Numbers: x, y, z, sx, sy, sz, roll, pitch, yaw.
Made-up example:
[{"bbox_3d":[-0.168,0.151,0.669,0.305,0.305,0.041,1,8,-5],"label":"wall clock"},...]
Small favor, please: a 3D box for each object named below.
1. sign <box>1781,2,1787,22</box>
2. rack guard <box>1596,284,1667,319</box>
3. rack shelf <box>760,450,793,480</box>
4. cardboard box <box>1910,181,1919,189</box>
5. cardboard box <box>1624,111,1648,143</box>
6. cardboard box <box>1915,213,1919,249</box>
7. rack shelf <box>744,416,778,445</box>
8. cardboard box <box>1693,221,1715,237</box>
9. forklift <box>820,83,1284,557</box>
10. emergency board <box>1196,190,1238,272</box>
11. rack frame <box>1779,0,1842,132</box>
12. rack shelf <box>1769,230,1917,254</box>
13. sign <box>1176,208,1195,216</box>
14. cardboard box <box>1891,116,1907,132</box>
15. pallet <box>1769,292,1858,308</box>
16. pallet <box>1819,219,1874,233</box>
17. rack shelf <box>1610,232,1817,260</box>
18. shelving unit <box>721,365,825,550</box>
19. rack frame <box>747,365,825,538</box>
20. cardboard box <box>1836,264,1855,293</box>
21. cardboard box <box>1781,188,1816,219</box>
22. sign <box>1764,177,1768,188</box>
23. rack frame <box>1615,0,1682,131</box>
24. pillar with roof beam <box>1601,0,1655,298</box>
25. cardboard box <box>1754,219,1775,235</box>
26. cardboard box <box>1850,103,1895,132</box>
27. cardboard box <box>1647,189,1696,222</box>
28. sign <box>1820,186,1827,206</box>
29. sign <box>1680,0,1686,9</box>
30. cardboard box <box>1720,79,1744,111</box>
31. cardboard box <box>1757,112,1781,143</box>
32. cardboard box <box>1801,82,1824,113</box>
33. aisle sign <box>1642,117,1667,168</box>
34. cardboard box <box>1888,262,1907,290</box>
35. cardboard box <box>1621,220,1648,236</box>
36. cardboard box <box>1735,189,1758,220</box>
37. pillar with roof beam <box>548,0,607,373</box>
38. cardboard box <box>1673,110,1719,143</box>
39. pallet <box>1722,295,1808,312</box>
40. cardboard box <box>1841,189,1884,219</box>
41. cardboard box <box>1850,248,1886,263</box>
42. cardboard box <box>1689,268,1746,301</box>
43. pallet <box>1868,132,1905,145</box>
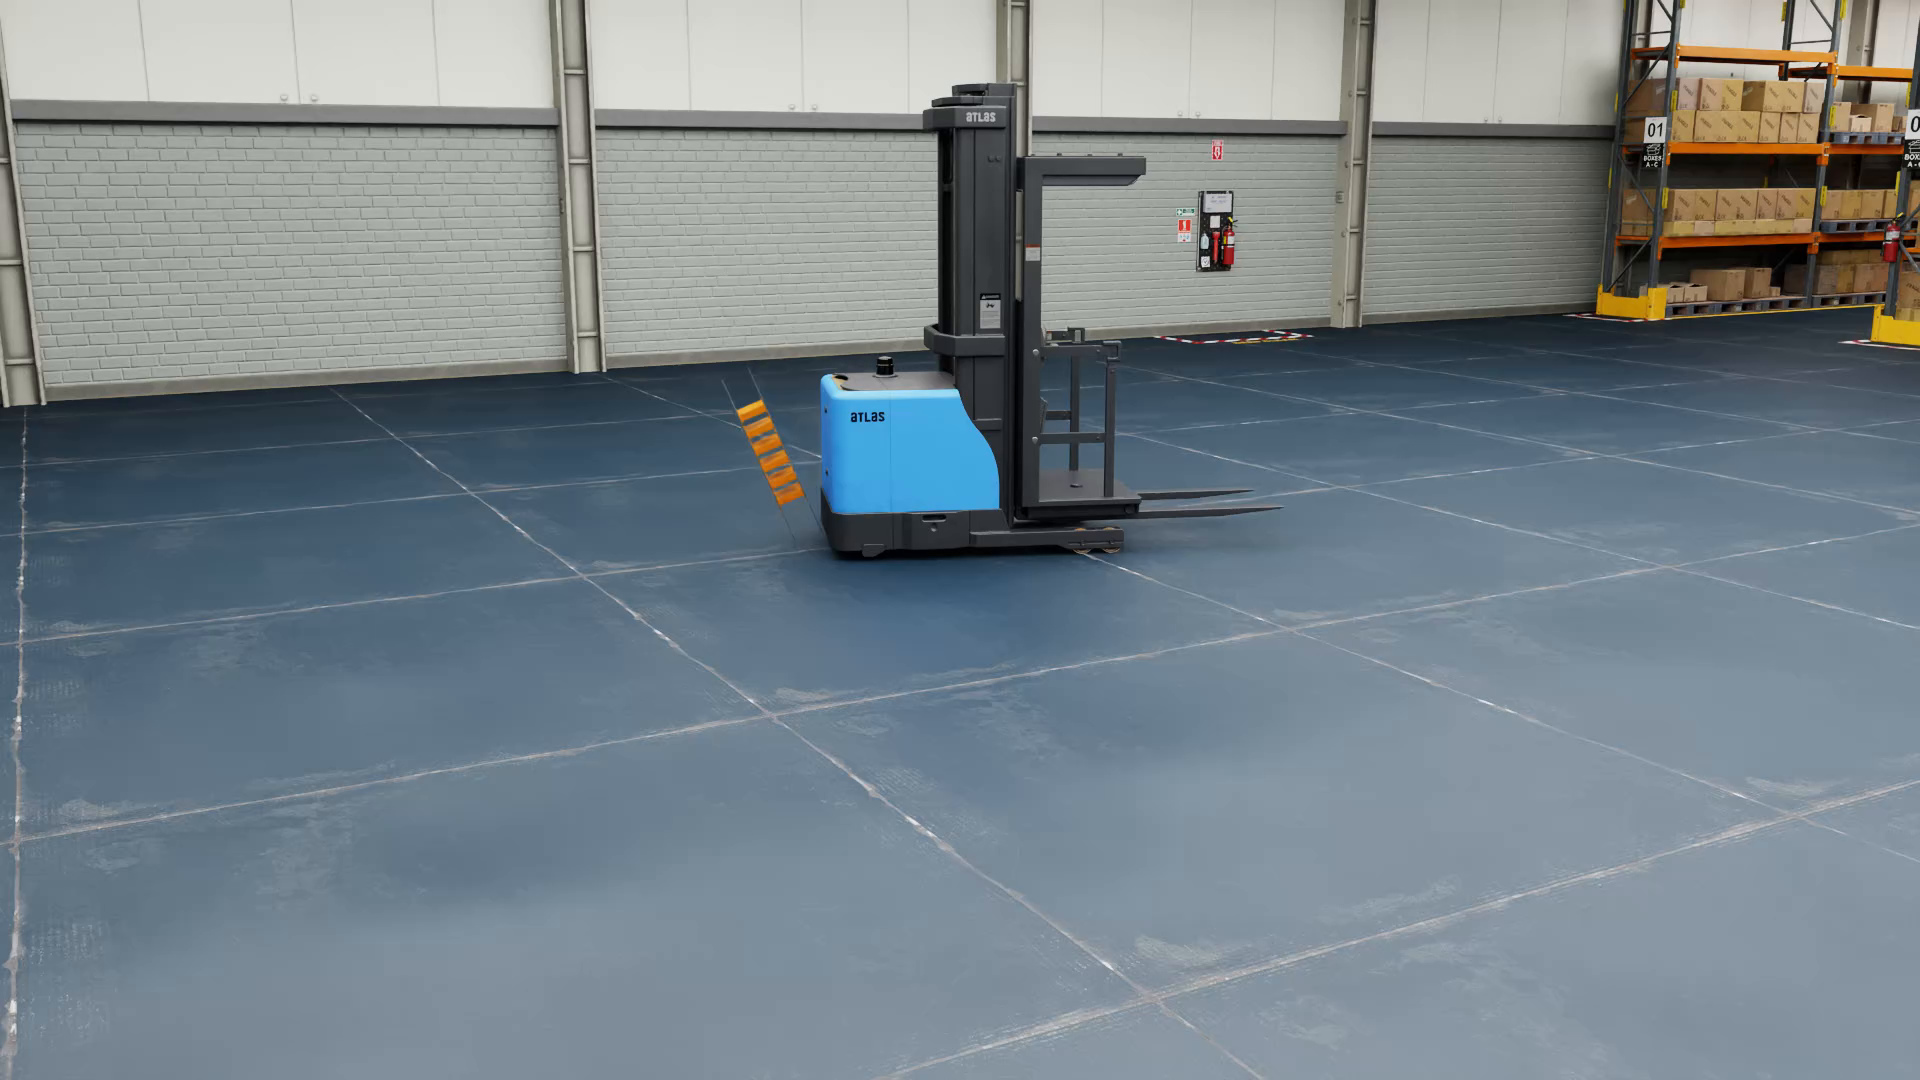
[{"bbox_3d":[14.299,-9.160,28.828,0.005,0.325,0.100,-7,14,-28],"label":"sign"},{"bbox_3d":[11.126,-3.962,27.575,0.348,0.500,1.175,-7,14,-28],"label":"rack guard"},{"bbox_3d":[-1.196,-0.494,10.795,0.180,0.103,0.258,-24,16,-4],"label":"rack shelf"},{"bbox_3d":[17.518,-6.516,30.524,0.250,0.149,0.380,-10,16,-37],"label":"cardboard box"},{"bbox_3d":[11.304,-6.788,27.334,0.500,0.500,0.500,-6,14,-24],"label":"cardboard box"},{"bbox_3d":[13.852,-4.314,23.221,0.500,0.500,0.700,-7,14,-28],"label":"cardboard box"},{"bbox_3d":[-1.286,-0.706,10.731,0.180,0.103,0.258,-24,16,-4],"label":"rack shelf"},{"bbox_3d":[12.089,-5.157,27.490,0.500,0.250,0.500,-7,15,-30],"label":"cardboard box"},{"bbox_3d":[0.615,-1.452,10.884,3.031,2.935,1.130,-2,13,-9],"label":"forklift"},{"bbox_3d":[3.806,-4.530,24.405,0.643,1.169,0.194,-7,14,-28],"label":"emergency board"},{"bbox_3d":[14.570,-8.521,28.476,0.127,3.000,1.000,-7,14,-28],"label":"rack frame"},{"bbox_3d":[16.326,-5.454,30.148,4.000,0.370,1.077,-7,14,-28],"label":"rack shelf"},{"bbox_3d":[3.279,-4.766,24.167,0.331,0.109,0.001,-7,14,-28],"label":"sign"},{"bbox_3d":[16.899,-7.420,30.135,0.637,0.503,0.797,-5,14,-20],"label":"cardboard box"},{"bbox_3d":[15.253,-4.316,29.806,1.213,0.211,1.003,-7,14,-28],"label":"pallet"},{"bbox_3d":[15.311,-5.553,29.388,1.213,0.211,1.003,-7,14,-28],"label":"pallet"},{"bbox_3d":[12.815,-5.033,28.278,4.000,0.370,1.077,-7,14,-28],"label":"rack shelf"},{"bbox_3d":[-1.213,-0.533,10.783,0.189,1.200,0.258,-24,16,-4],"label":"shelving unit"},{"bbox_3d":[-1.129,-0.570,10.790,0.006,1.200,0.240,-24,16,-4],"label":"rack frame"},{"bbox_3d":[15.638,-4.734,30.003,0.500,0.500,0.700,-7,15,-29],"label":"cardboard box"},{"bbox_3d":[14.304,-5.787,28.580,0.500,0.500,0.500,-7,14,-28],"label":"cardboard box"},{"bbox_3d":[14.301,-6.266,29.481,0.005,0.325,0.100,-7,14,-28],"label":"sign"},{"bbox_3d":[11.059,-8.100,26.606,0.127,3.000,1.000,-7,14,-28],"label":"rack frame"},{"bbox_3d":[13.322,-7.511,23.987,0.400,9.000,9.100,-7,14,-28],"label":"pillar with roof beam"},{"bbox_3d":[13.425,-5.316,28.194,0.500,0.250,0.500,-7,14,-28],"label":"cardboard box"},{"bbox_3d":[16.171,-7.483,29.511,0.500,0.500,0.500,-7,15,-30],"label":"cardboard box"},{"bbox_3d":[11.622,-5.468,27.162,0.500,0.500,0.500,-7,14,-28],"label":"cardboard box"},{"bbox_3d":[14.837,-5.913,28.578,0.005,0.325,0.100,-7,14,-28],"label":"sign"},{"bbox_3d":[11.319,-8.490,26.030,0.005,0.325,0.100,-7,14,-28],"label":"sign"},{"bbox_3d":[12.423,-7.276,27.225,0.500,0.500,0.500,-6,14,-26],"label":"cardboard box"},{"bbox_3d":[13.327,-6.899,27.827,0.500,0.500,0.500,-7,15,-30],"label":"cardboard box"},{"bbox_3d":[14.261,-7.499,28.216,0.500,0.500,0.500,-8,15,-33],"label":"cardboard box"},{"bbox_3d":[11.140,-6.376,26.689,0.004,0.787,0.394,-7,14,-28],"label":"aisle sign"},{"bbox_3d":[16.966,-4.892,30.708,0.500,0.500,0.700,-7,14,-28],"label":"cardboard box"},{"bbox_3d":[11.377,-5.196,27.663,0.500,0.250,0.500,-7,14,-27],"label":"cardboard box"},{"bbox_3d":[12.965,-5.628,27.872,0.500,0.500,0.500,-6,14,-26],"label":"cardboard box"},{"bbox_3d":[-2.477,-5.617,15.573,0.400,9.000,9.100,-7,14,-28],"label":"pillar with roof beam"},{"bbox_3d":[11.961,-6.732,27.085,0.500,0.500,0.500,-6,14,-24],"label":"cardboard box"},{"bbox_3d":[13.998,-4.156,29.096,1.213,0.211,1.003,-7,14,-28],"label":"pallet"},{"bbox_3d":[16.090,-6.037,29.873,0.500,0.500,0.700,-5,14,-20],"label":"cardboard box"},{"bbox_3d":[16.495,-5.187,30.309,0.500,0.250,0.500,-7,14,-28],"label":"cardboard box"},{"bbox_3d":[12.878,-4.351,28.304,0.500,0.500,0.700,-8,15,-31],"label":"cardboard box"},{"bbox_3d":[16.072,-7.120,29.510,1.003,0.211,1.213,-7,14,-28],"label":"pallet"}]
